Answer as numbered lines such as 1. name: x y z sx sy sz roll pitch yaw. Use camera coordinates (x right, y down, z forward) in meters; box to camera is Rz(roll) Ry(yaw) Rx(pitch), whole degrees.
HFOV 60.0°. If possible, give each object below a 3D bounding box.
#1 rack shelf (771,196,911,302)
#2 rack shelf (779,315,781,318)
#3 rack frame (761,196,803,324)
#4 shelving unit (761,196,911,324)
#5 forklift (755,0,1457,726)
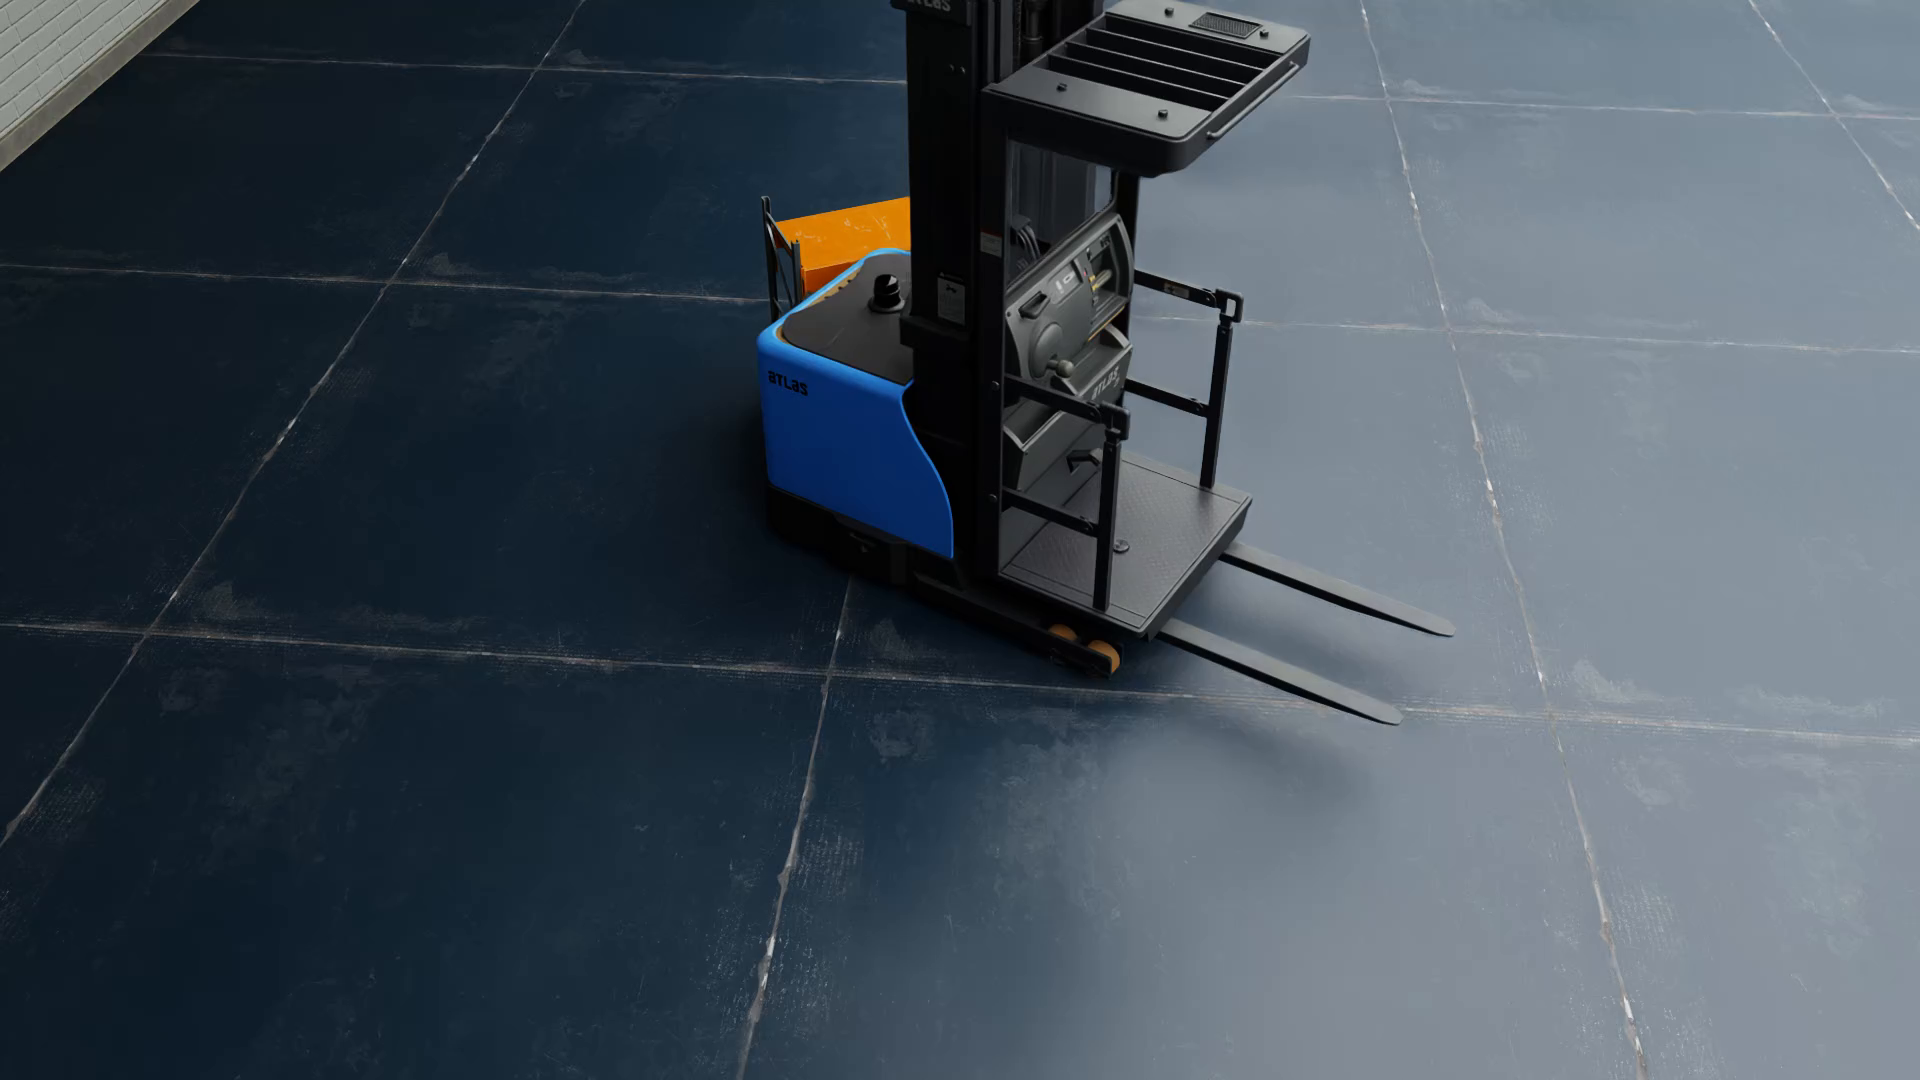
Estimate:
1. rack shelf: -0.377 -1.422 8.143 1.000 0.278 0.538 -15 41 -17
2. rack shelf: -0.377 -1.006 8.482 1.000 0.278 0.538 -15 41 -17
3. rack frame: -0.846 -1.072 8.176 0.032 1.125 0.500 -15 41 -17
4. shelving unit: -0.377 -1.195 8.328 1.048 1.125 0.538 -15 41 -17
5. forklift: 0.621 -0.931 6.572 3.031 2.935 1.130 22 44 25
